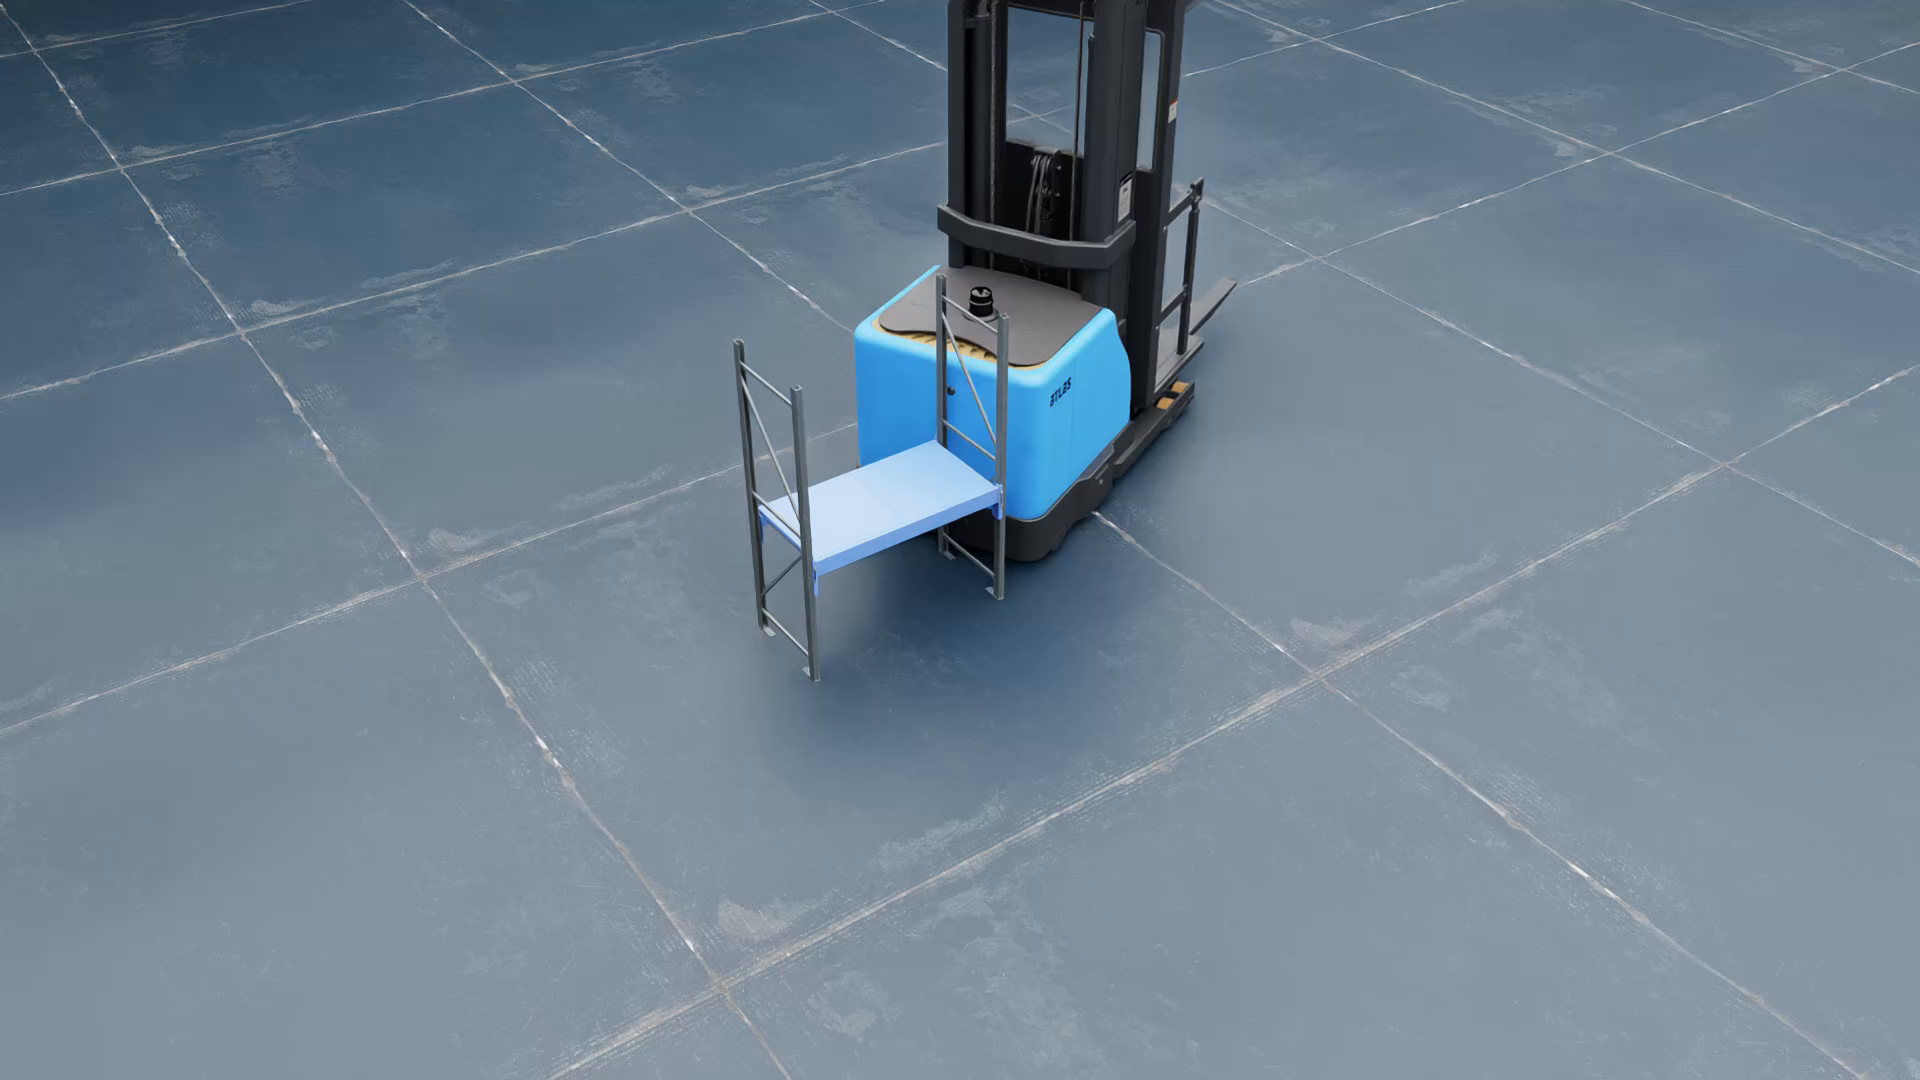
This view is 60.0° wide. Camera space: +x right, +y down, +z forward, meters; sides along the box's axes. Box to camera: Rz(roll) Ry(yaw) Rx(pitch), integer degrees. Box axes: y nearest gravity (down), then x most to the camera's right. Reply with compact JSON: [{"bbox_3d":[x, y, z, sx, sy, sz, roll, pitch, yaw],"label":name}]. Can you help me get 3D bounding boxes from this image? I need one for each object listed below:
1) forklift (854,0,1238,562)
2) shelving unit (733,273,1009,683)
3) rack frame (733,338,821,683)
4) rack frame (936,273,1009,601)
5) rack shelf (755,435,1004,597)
[{"bbox_3d":[0.648,-1.924,8.415,1.130,2.935,3.031,18,40,24],"label":"forklift"},{"bbox_3d":[-0.363,-0.271,7.342,1.048,1.500,0.538,-23,42,-28],"label":"shelving unit"},{"bbox_3d":[-0.776,-0.097,7.101,0.032,1.500,0.500,-23,42,-28],"label":"rack frame"},{"bbox_3d":[0.050,-0.444,7.582,0.032,1.500,0.500,-23,42,-28],"label":"rack frame"},{"bbox_3d":[-0.363,-0.124,7.447,1.000,0.185,0.538,-23,42,-28],"label":"rack shelf"}]
